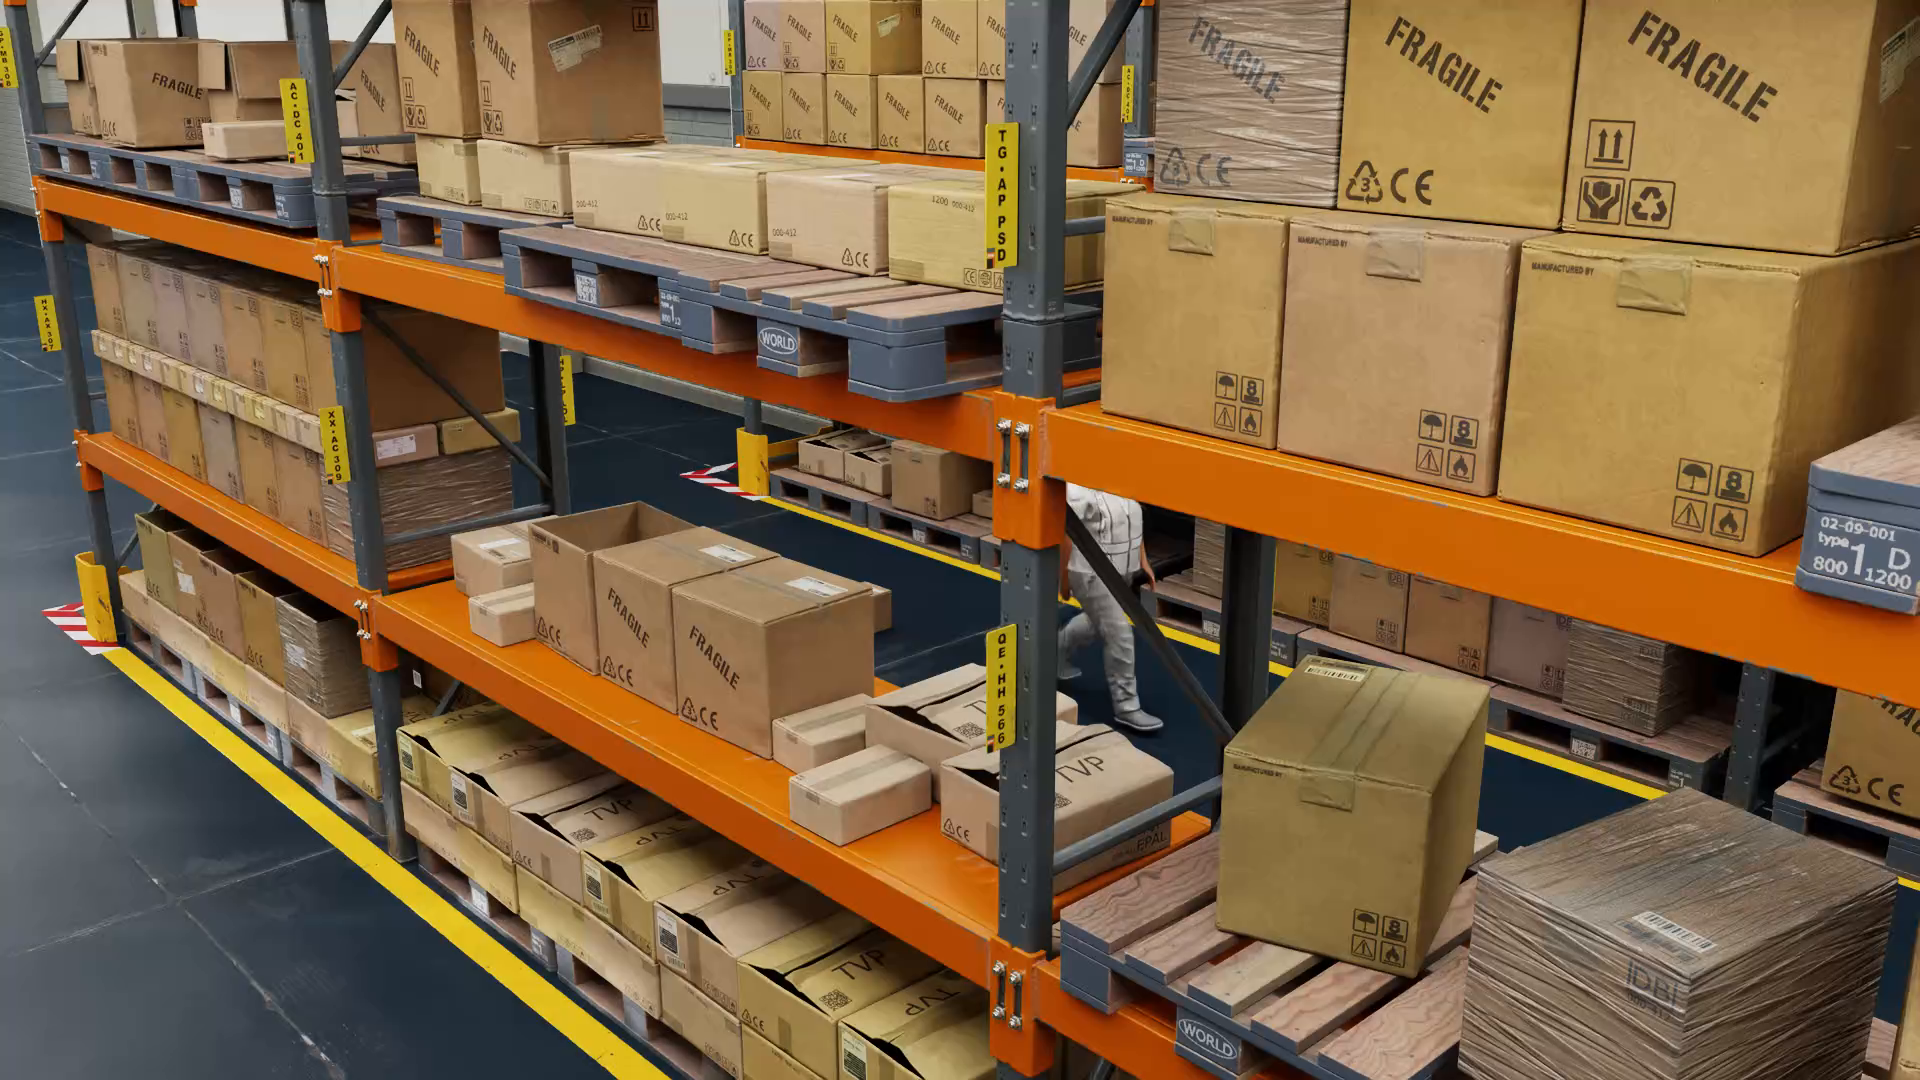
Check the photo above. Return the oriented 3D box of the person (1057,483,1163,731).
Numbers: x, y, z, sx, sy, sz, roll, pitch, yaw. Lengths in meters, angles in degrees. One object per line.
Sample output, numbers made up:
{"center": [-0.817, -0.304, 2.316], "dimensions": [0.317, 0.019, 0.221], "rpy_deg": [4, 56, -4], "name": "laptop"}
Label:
{"center": [0.774, 0.148, 9.059], "dimensions": [0.999, 1.612, 0.475], "rpy_deg": [15, 23, 40], "name": "person"}
